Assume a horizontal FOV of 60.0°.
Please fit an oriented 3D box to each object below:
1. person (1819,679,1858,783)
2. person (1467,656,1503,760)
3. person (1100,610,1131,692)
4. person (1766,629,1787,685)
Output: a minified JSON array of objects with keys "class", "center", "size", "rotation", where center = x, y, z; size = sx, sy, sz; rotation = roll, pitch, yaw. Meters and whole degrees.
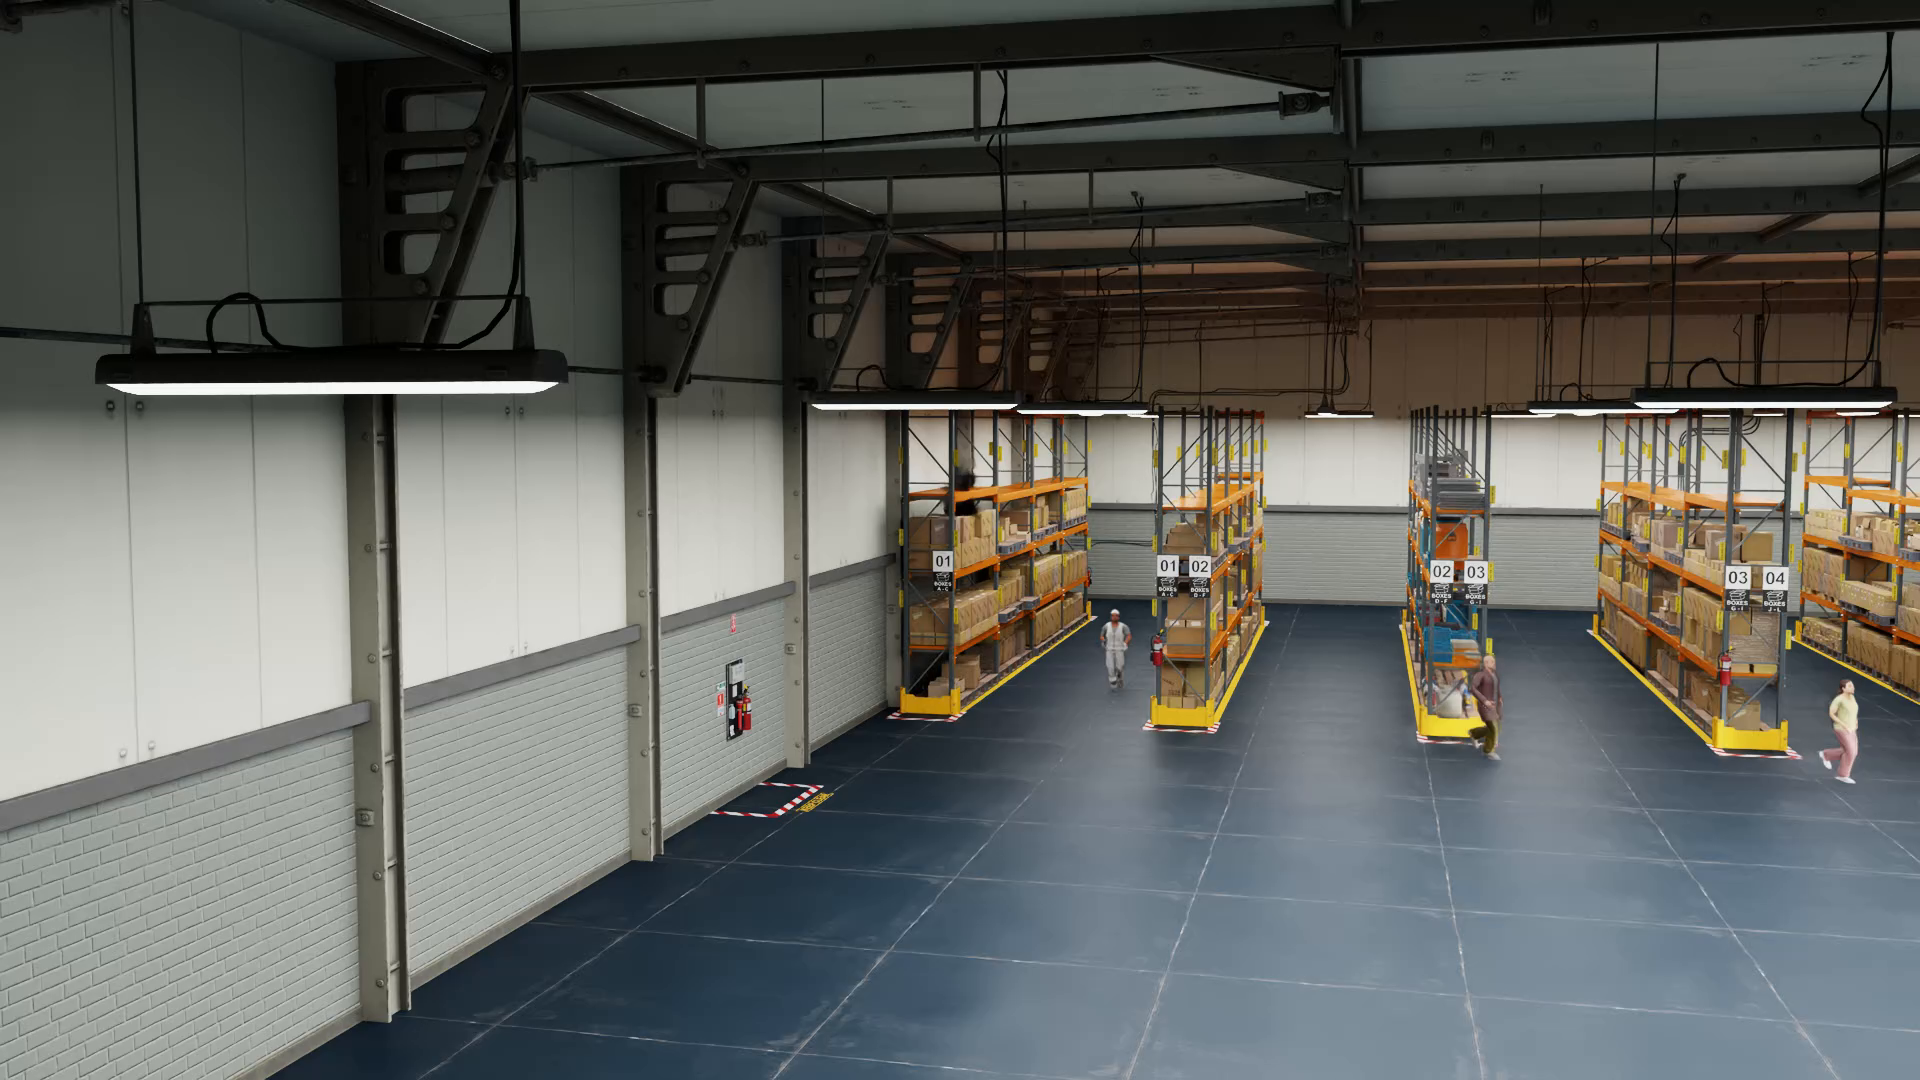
[{"class":"person","center":[13.999,3.016,26.493],"size":[0.588,1.656,0.618],"rotation":[-2,5,-29]},{"class":"person","center":[8.940,2.831,28.351],"size":[0.746,1.746,0.721],"rotation":[-3,5,-40]},{"class":"person","center":[3.259,2.337,35.009],"size":[0.649,1.740,0.601],"rotation":[1,4,12]},{"class":"person","center":[17.387,2.366,35.468],"size":[0.554,1.712,0.746],"rotation":[1,4,13]}]
